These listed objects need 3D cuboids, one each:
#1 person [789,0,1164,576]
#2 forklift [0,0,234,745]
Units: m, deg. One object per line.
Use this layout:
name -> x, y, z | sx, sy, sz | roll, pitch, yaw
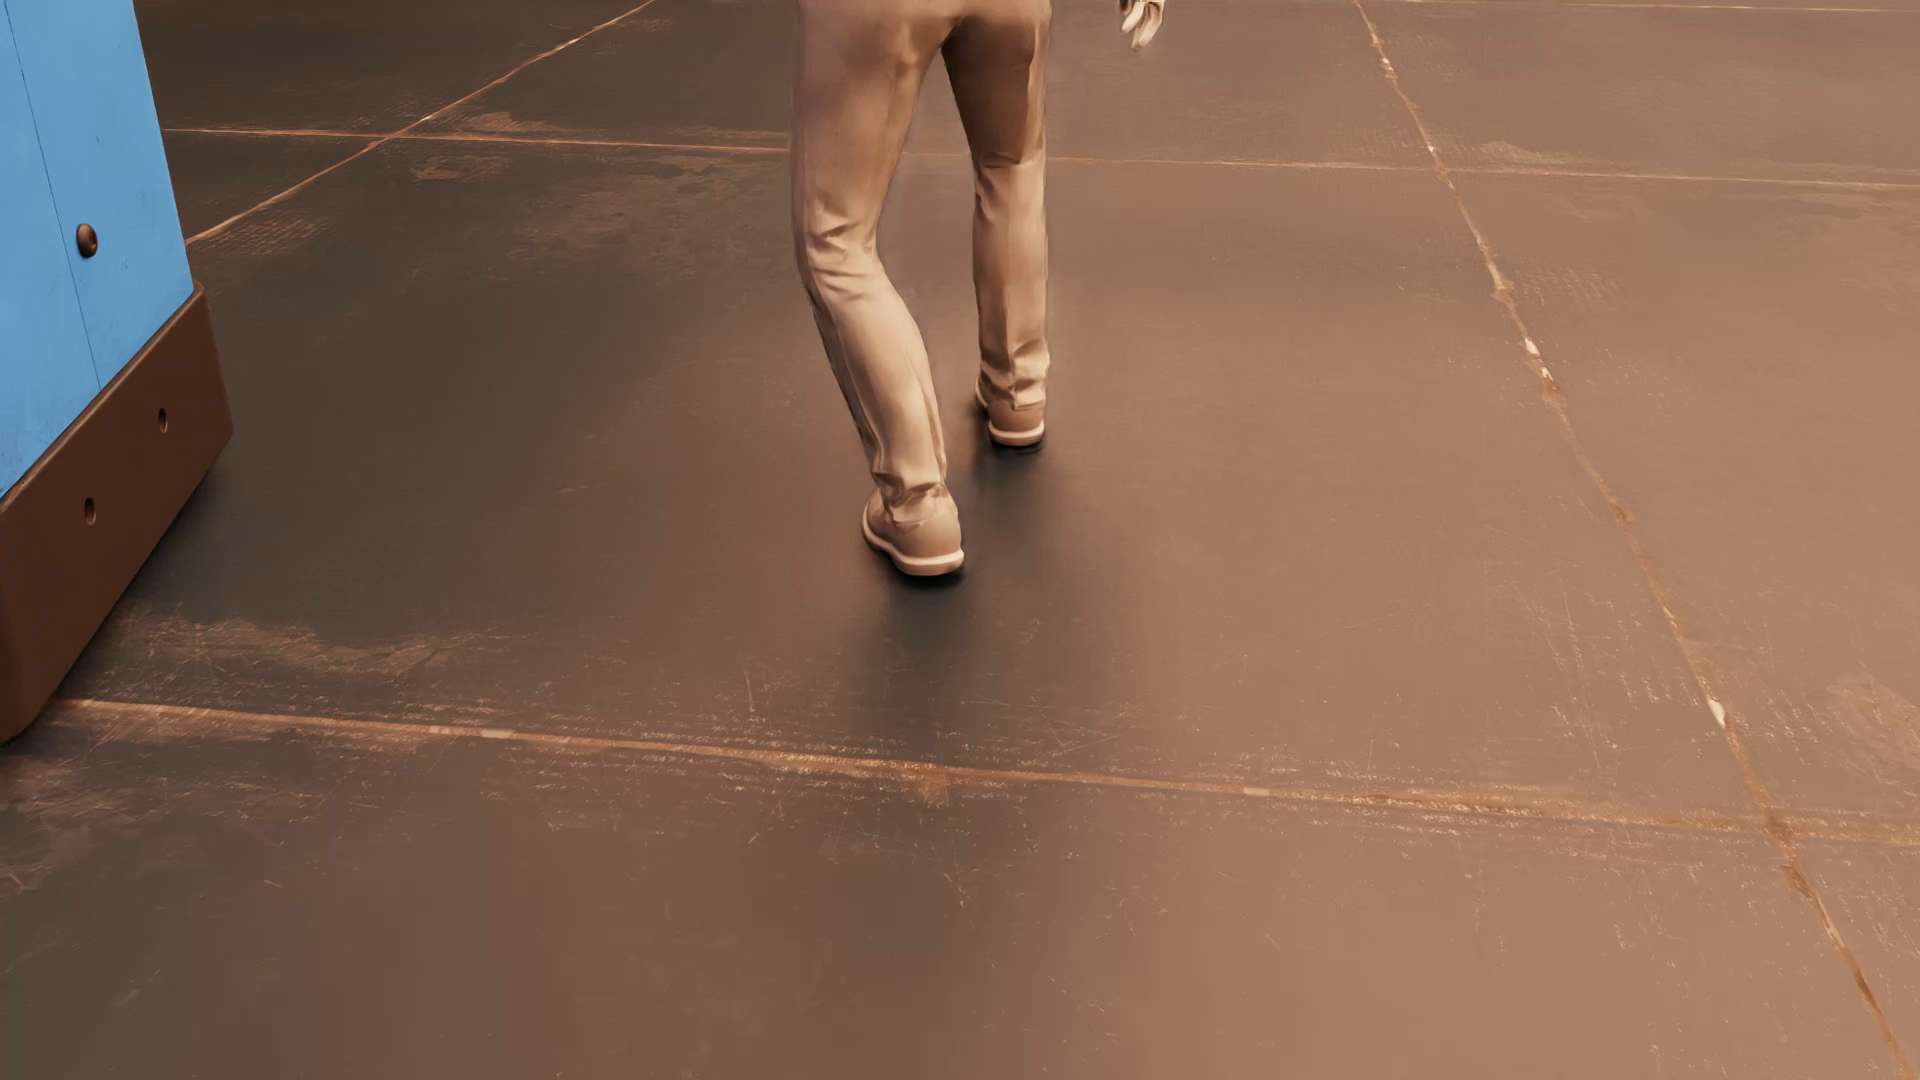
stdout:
person -> -0.008, -0.829, 2.396 | 0.639, 1.581, 0.774 | -13, 29, -24
forklift -> -2.623, -1.146, 1.514 | 3.031, 2.935, 1.130 | -3, 27, -6
